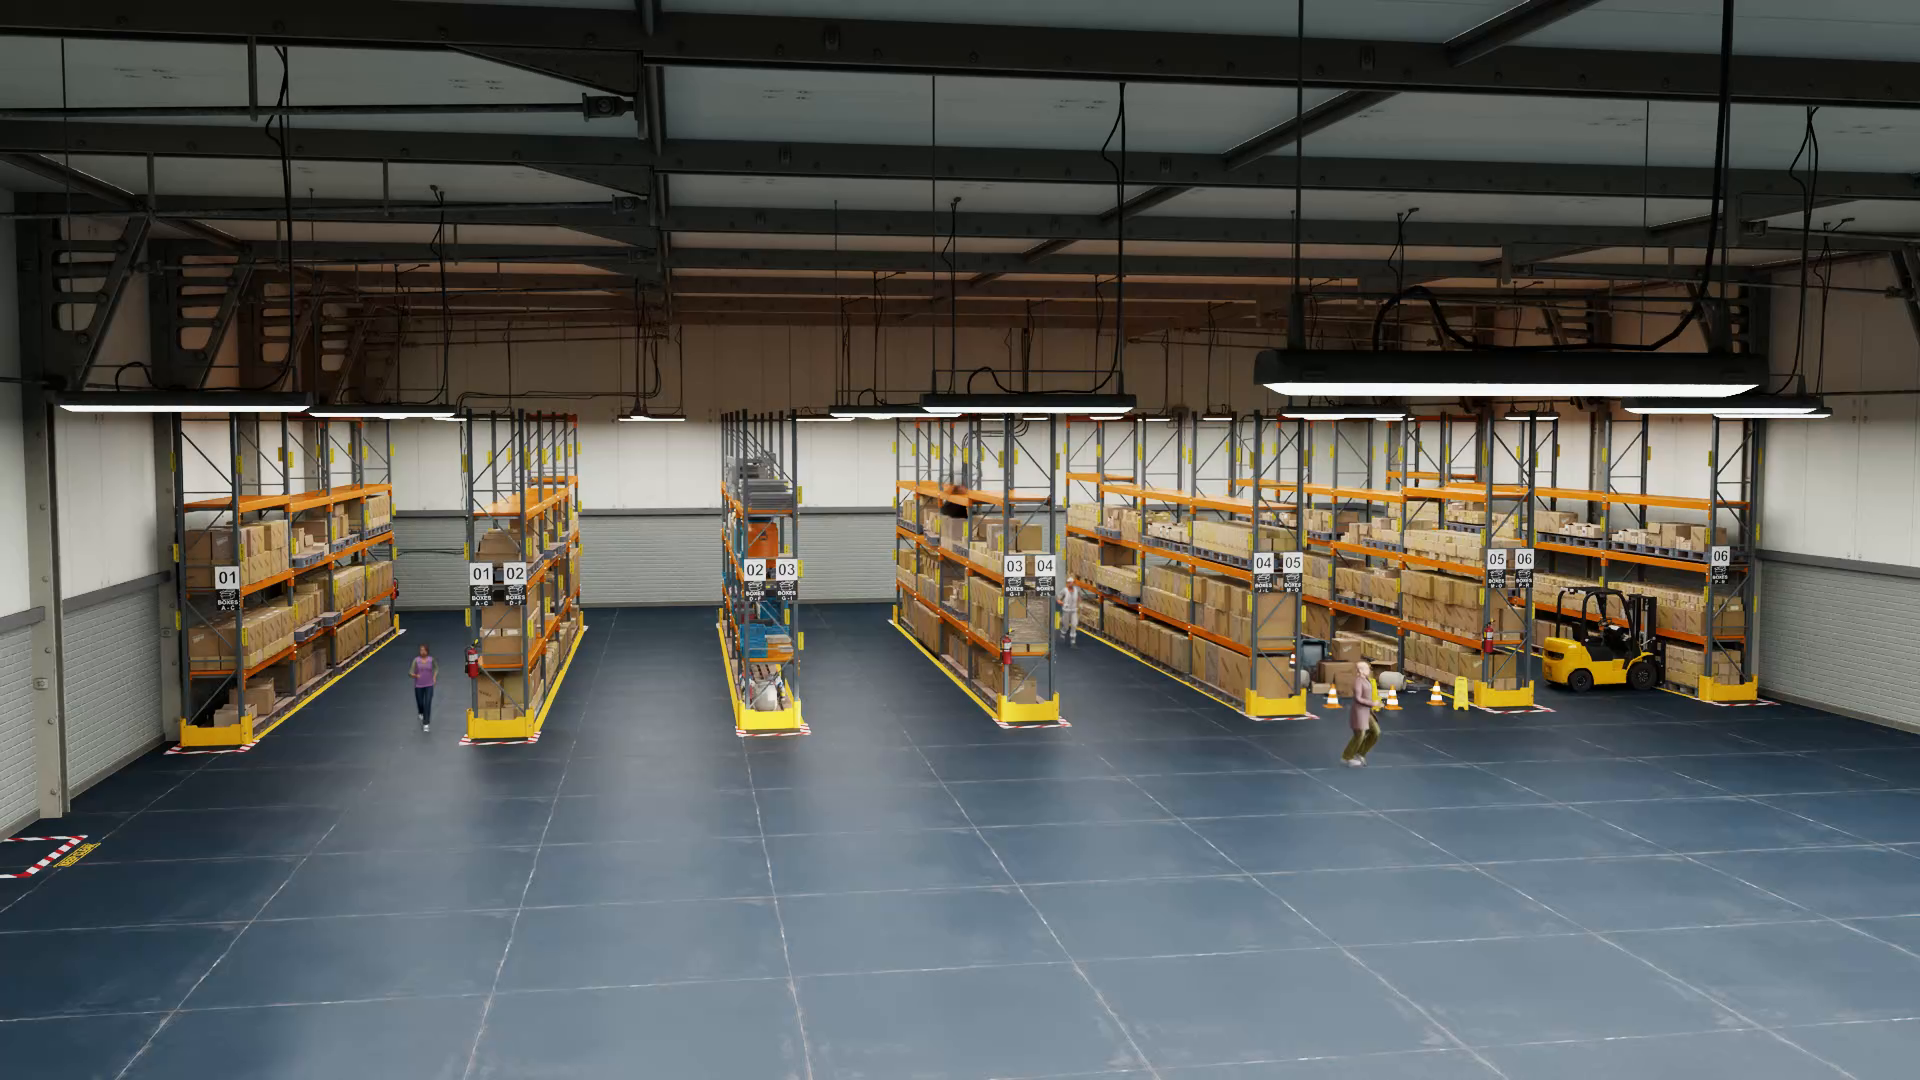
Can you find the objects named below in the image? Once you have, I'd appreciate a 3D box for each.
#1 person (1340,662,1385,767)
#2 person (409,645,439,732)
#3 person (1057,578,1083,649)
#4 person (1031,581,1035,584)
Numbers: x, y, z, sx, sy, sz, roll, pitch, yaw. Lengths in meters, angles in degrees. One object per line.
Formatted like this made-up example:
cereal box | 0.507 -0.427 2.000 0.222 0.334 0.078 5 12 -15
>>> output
person | 6.730 2.921 27.719 0.744 1.798 0.732 2 5 31
person | -10.008 2.741 31.064 0.541 1.574 0.867 -1 4 -17
person | 2.817 1.853 42.644 0.685 1.801 0.872 -1 4 -14
person | 2.090 1.504 49.049 0.705 1.654 0.847 3 5 36
